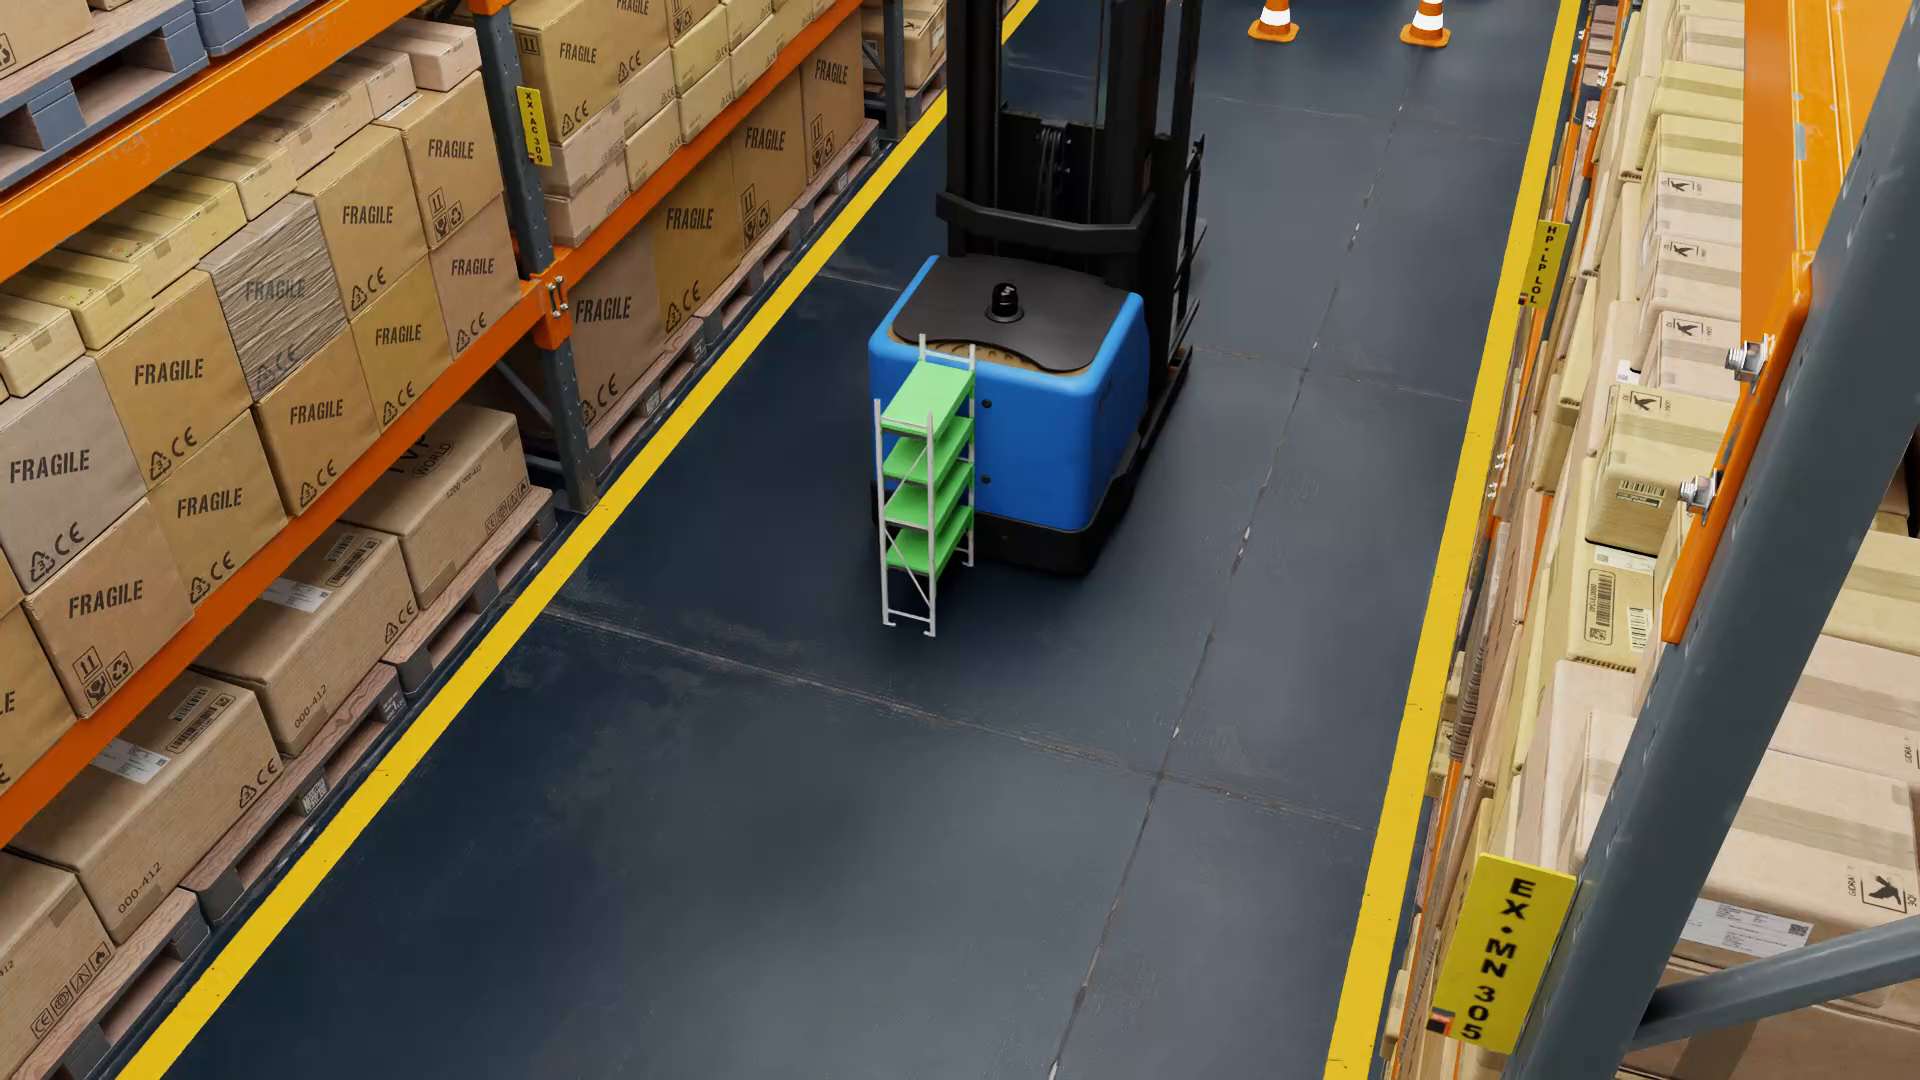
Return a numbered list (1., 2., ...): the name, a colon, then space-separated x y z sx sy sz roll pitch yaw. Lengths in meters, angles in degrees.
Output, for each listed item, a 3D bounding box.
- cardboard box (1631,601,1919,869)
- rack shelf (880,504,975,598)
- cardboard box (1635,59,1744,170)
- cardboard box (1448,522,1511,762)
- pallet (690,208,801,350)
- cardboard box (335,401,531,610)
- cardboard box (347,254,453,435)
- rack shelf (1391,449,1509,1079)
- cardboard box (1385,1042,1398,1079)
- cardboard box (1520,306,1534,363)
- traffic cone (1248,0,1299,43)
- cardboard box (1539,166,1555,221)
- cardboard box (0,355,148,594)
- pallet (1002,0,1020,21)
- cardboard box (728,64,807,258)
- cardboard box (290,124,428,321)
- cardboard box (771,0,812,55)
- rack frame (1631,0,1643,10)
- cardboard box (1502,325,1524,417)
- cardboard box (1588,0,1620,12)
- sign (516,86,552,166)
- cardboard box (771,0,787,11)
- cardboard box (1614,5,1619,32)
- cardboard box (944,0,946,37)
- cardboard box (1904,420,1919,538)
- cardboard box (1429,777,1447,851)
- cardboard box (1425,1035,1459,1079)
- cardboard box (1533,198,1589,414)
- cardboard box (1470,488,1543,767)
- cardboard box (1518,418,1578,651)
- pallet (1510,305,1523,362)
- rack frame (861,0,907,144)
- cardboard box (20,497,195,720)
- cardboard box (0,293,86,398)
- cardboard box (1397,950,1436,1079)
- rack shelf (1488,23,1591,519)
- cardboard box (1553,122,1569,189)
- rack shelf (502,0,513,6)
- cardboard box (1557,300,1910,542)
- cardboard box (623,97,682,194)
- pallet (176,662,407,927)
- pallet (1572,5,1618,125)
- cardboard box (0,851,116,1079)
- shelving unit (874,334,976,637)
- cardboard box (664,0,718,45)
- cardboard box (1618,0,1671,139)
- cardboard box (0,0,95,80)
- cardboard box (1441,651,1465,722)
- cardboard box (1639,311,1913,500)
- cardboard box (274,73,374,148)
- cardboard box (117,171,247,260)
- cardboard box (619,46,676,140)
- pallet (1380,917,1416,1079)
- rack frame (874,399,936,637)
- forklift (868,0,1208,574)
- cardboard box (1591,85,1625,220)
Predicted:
1. cardboard box: 1.106 0.252 2.209 0.380 0.149 0.250 14 42 16
2. rack shelf: -0.136 0.017 7.228 0.258 0.148 0.480 13 42 15
3. cardboard box: 1.658 -0.871 3.526 0.380 0.149 0.250 15 43 17
4. cardboard box: 1.705 0.337 4.691 0.500 0.500 0.500 12 42 14
5. pallet: -1.597 -1.570 9.381 1.003 0.211 1.213 13 42 15
6. cardboard box: -2.522 -0.223 7.304 0.875 0.438 0.875 13 42 14
7. cardboard box: -2.295 -0.780 6.230 0.500 0.500 0.500 12 42 14
8. rack shelf: 1.796 1.133 4.618 1.077 0.370 4.000 13 42 15
9. cardboard box: 1.471 1.718 5.023 0.380 0.149 0.250 15 43 17
10. cardboard box: 2.853 -1.001 7.590 0.500 0.250 0.500 12 42 13
11. traffic cone: 2.262 -3.845 11.854 0.336 0.463 0.334 13 42 15
12. cardboard box: 3.366 -1.634 8.910 0.500 0.500 0.500 12 42 13
13. cardboard box: -2.803 -0.238 4.824 0.500 0.500 0.500 13 42 15
14. pallet: -0.151 -3.994 12.222 1.003 0.211 1.213 13 42 15
15. cardboard box: -1.461 -2.242 9.334 0.875 0.875 0.875 14 42 16
16. cardboard box: -2.289 -1.159 5.903 0.500 0.500 0.500 13 42 14
17. cardboard box: -1.114 -2.795 8.784 0.500 0.250 0.500 13 42 15
18. rack frame: 2.480 -2.642 3.867 1.000 3.000 0.127 13 42 15
19. cardboard box: 2.852 -0.701 7.816 0.500 0.500 0.500 12 42 14
20. cardboard box: 3.750 -3.172 9.034 0.500 0.500 0.500 13 42 15
21. sign: -1.684 -1.634 6.580 0.100 0.325 0.005 13 42 15
22. cardboard box: -1.093 -2.988 8.625 0.500 0.250 0.500 12 42 14
23. cardboard box: 3.505 -2.636 8.352 0.380 0.149 0.250 13 42 14
24. cardboard box: -0.391 -3.791 11.537 0.950 0.372 0.625 13 42 14
25. cardboard box: 1.868 -0.029 2.846 0.500 0.250 0.500 14 42 16
26. cardboard box: 1.927 1.041 6.045 0.380 0.149 0.250 13 42 15
27. cardboard box: 1.035 1.214 2.893 0.500 0.500 0.500 12 42 14
28. cardboard box: 2.097 -0.671 5.102 0.500 0.500 0.500 14 43 16
29. cardboard box: 1.556 0.262 4.009 0.500 0.500 0.500 12 42 14
30. cardboard box: 1.369 0.047 3.142 0.500 0.250 0.500 15 43 17
31. pallet: 3.579 -1.263 9.021 1.003 0.211 1.213 13 42 15
32. rack frame: -0.838 -3.837 9.890 1.000 3.000 0.127 13 42 15
33. cardboard box: -2.802 0.155 5.134 0.500 0.500 0.500 13 42 15
34. cardboard box: -2.735 -0.566 4.708 0.380 0.149 0.250 14 42 15
35. cardboard box: 1.205 1.284 3.581 0.500 0.500 0.500 13 42 14
36. rack shelf: 3.164 -1.306 7.478 1.077 0.370 4.000 13 42 15
37. cardboard box: 3.385 -1.927 8.676 0.500 0.250 0.500 11 42 13
38. rack shelf: -1.522 -3.484 7.720 1.077 0.370 4.000 13 42 15
39. cardboard box: 1.382 -0.156 2.995 0.500 0.250 0.500 14 42 16
40. cardboard box: -1.632 -1.866 7.695 0.500 0.250 0.500 12 42 14
41. pallet: -2.955 0.857 6.537 1.003 0.211 1.213 13 42 15
42. pallet: 3.704 -2.268 8.199 1.213 0.211 1.003 13 42 15
43. cardboard box: -3.442 1.433 5.364 0.875 0.438 0.875 12 42 14
44. shelving unit: -0.136 -0.214 7.030 0.258 1.200 0.503 13 42 15
45. cardboard box: -1.464 -2.642 7.642 0.500 0.500 0.500 12 42 14
46. cardboard box: 1.915 -1.091 4.091 0.500 0.250 0.500 13 42 15
47. cardboard box: -2.744 -1.531 4.398 0.500 0.500 0.500 14 42 16
48. cardboard box: 2.055 0.602 6.331 0.380 0.149 0.250 15 43 17
49. cardboard box: 1.345 -0.226 2.770 0.380 0.149 0.250 12 42 14
50. cardboard box: -2.299 -1.517 5.824 0.380 0.149 0.250 13 42 15
51. cardboard box: -2.509 -1.038 5.262 0.380 0.149 0.250 12 42 14
52. cardboard box: -1.639 -2.060 7.538 0.500 0.250 0.500 14 42 16
53. pallet: 1.868 1.865 5.355 1.003 0.211 1.213 13 42 15
54. rack frame: -0.220 -0.066 6.856 0.240 1.200 0.015 13 42 15
55. forklift: 0.575 -1.930 7.708 1.130 2.935 3.031 13 42 15
56. cardboard box: 1.911 -0.913 4.267 0.500 0.250 0.500 13 42 14
